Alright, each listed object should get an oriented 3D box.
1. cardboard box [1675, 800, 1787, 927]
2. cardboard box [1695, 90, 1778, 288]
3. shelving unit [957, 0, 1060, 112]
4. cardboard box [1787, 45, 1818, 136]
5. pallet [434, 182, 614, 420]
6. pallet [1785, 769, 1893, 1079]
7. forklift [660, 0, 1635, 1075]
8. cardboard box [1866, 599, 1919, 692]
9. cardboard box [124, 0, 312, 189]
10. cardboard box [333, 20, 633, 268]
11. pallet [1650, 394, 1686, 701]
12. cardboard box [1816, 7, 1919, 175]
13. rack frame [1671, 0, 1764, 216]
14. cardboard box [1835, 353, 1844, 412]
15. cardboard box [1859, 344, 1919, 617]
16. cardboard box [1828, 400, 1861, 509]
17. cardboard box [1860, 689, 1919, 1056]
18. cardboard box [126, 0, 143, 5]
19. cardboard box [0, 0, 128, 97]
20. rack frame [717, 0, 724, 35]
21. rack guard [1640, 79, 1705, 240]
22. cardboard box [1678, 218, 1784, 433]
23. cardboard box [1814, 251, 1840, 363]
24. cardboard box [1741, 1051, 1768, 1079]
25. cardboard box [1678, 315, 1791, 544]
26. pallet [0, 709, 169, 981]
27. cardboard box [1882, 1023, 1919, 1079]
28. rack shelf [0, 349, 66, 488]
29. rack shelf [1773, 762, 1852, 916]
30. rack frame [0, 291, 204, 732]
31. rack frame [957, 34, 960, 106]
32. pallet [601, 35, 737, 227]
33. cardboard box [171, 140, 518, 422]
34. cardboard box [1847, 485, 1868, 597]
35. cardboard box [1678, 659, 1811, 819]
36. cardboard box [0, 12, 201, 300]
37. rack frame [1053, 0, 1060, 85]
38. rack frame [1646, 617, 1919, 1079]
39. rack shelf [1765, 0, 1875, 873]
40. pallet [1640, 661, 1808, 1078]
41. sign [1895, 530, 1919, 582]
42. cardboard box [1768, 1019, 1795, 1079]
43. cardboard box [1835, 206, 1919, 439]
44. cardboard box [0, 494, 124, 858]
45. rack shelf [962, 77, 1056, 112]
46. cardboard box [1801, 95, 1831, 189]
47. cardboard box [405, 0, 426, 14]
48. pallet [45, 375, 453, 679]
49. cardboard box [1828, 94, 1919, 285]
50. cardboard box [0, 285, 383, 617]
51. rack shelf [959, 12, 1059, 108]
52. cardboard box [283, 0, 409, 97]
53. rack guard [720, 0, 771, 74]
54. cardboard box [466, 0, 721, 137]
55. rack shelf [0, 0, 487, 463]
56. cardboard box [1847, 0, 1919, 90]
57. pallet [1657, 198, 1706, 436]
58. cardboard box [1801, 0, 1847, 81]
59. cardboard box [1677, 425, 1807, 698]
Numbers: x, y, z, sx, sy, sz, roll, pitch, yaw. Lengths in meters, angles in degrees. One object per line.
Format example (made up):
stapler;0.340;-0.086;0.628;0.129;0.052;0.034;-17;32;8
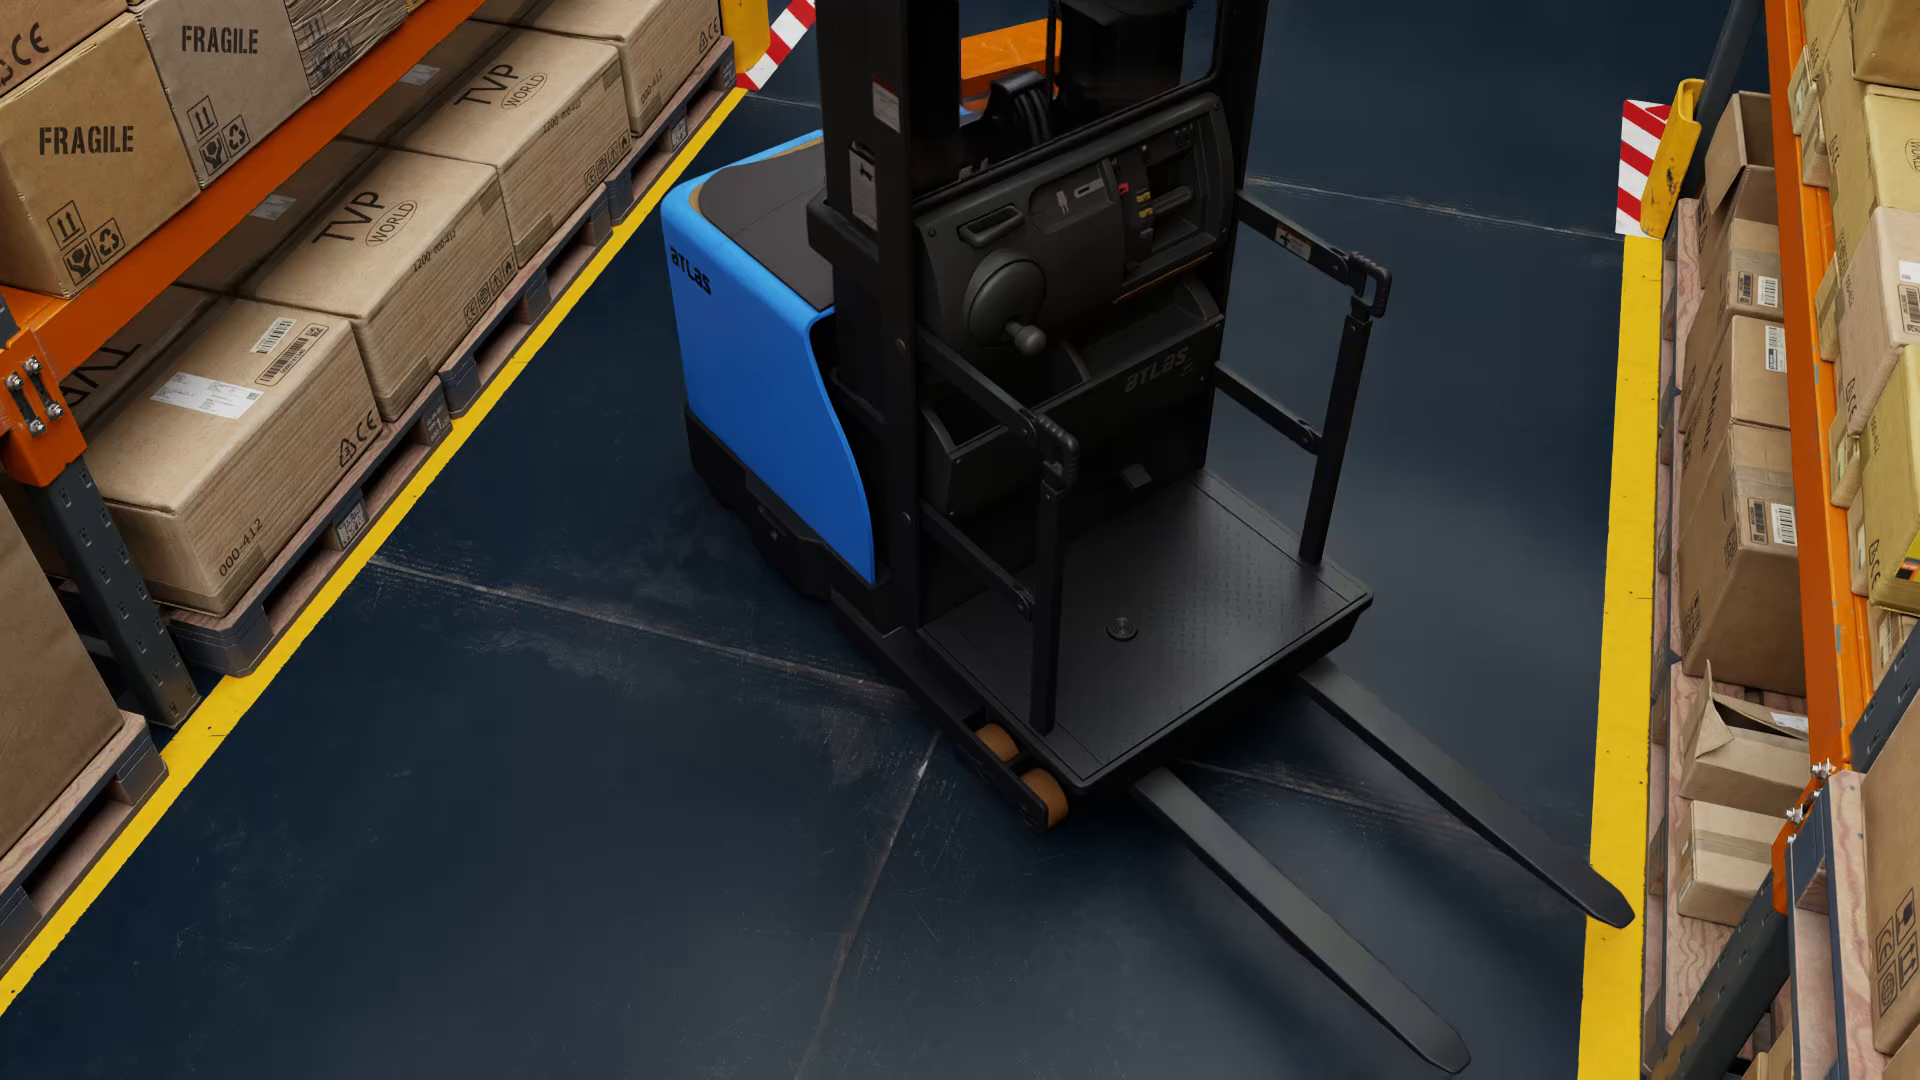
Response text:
cardboard box;1.950;0.807;4.019;0.380;0.149;0.250;11;45;11
cardboard box;2.997;-1.165;5.780;0.797;0.503;0.637;11;45;11
shelving unit;0.159;-1.267;5.687;0.503;1.200;0.258;-19;47;-18
cardboard box;2.474;-1.196;4.507;0.380;0.149;0.250;11;46;11
pallet;-1.998;-0.987;6.108;1.003;0.211;1.213;13;46;12
pallet;1.715;0.950;2.272;1.003;0.211;1.213;13;46;13
forklift;0.432;-0.671;3.840;1.130;2.935;3.031;-29;51;-26
cardboard box;1.917;0.195;3.085;0.380;0.149;0.250;13;46;13
cardboard box;-2.123;-1.305;4.367;0.500;0.500;0.500;13;46;13
cardboard box;-1.833;-1.505;6.175;0.875;0.438;0.875;14;46;14
pallet;2.638;0.095;5.002;1.003;0.211;1.213;13;46;13
cardboard box;2.441;-1.082;4.106;0.500;0.250;0.500;11;46;11
rack frame;3.273;-2.295;5.450;1.000;3.000;0.127;13;46;13
cardboard box;2.136;-0.330;3.623;0.380;0.149;0.250;14;46;14
cardboard box;1.983;-0.072;3.074;0.500;0.250;0.500;14;46;14
cardboard box;2.031;-0.161;3.450;0.380;0.149;0.250;14;46;14
cardboard box;1.702;0.461;2.263;0.700;0.500;0.500;14;46;14
cardboard box;-2.137;-1.672;4.027;0.500;0.500;0.500;12;46;12
cardboard box;-2.296;-1.337;3.685;0.500;0.500;0.500;13;46;13
rack frame;-1.459;-3.344;6.522;1.000;3.000;0.127;13;46;13
rack guard;3.250;-1.351;6.273;1.175;0.500;0.348;13;46;13
cardboard box;2.701;-0.602;5.208;0.700;0.500;0.500;14;46;14
cardboard box;2.187;-0.507;3.803;0.380;0.149;0.250;12;46;12
cardboard box;1.700;1.390;3.172;0.500;0.500;0.500;14;46;14
cardboard box;2.446;-0.271;4.869;0.500;0.500;0.500;13;46;13
pallet;-2.832;0.850;4.231;1.003;0.211;1.213;13;46;13
cardboard box;1.545;0.806;1.910;0.700;0.500;0.500;13;46;13
rack shelf;-3.276;0.913;2.687;1.077;0.370;4.000;13;46;13
rack shelf;1.456;1.962;1.615;1.077;0.370;4.000;13;46;13
rack frame;-2.671;-0.677;3.798;1.000;3.000;0.127;13;46;13
rack frame;-0.060;-1.192;5.610;0.015;1.200;0.240;-19;47;-18
pallet;-1.627;-1.797;6.936;1.003;0.211;1.213;13;46;13
cardboard box;-2.108;-0.904;5.561;0.875;0.438;0.875;11;45;11
cardboard box;1.975;0.017;3.267;0.380;0.149;0.250;14;46;14
cardboard box;2.058;0.527;4.221;0.396;0.266;0.258;14;46;14
cardboard box;-2.279;-0.970;4.026;0.500;0.500;0.500;14;46;14
rack frame;0.378;-1.343;5.764;0.015;1.200;0.240;-19;47;-18
rack frame;2.058;0.371;2.726;0.949;2.616;0.053;13;46;13
rack shelf;2.667;-0.705;4.340;1.077;0.370;4.000;13;46;13
pallet;2.270;0.911;4.169;1.003;0.211;1.213;13;46;13
sign;1.542;-0.048;2.535;0.100;0.325;0.005;13;46;13
cardboard box;1.699;1.066;3.039;0.380;0.149;0.250;15;46;14
cardboard box;2.121;-0.409;3.418;0.500;0.250;0.500;13;46;13
cardboard box;-2.782;0.362;3.954;0.875;0.875;0.875;14;46;14
rack shelf;0.159;-1.379;5.578;0.480;0.148;0.258;-19;47;-18
cardboard box;2.414;-1.016;4.323;0.380;0.149;0.250;14;46;13
cardboard box;-1.810;-1.978;5.056;0.500;0.500;0.500;14;46;14
pallet;-2.366;-0.171;5.274;1.003;0.211;1.213;13;46;13
cardboard box;2.284;-0.739;3.755;0.500;0.250;0.500;12;46;12
cardboard box;-2.378;-0.307;4.951;0.875;0.438;0.875;12;46;12
rack shelf;0.159;-1.548;5.412;0.480;0.148;0.258;-19;47;-18
cardboard box;-1.966;-1.635;4.705;0.500;0.500;0.500;13;46;13
rack guard;-1.452;-2.466;7.413;1.175;0.500;0.348;13;46;13
cardboard box;-1.564;-2.117;6.800;0.875;0.438;0.875;11;45;11
rack shelf;-2.065;-1.753;5.411;1.077;0.370;4.000;13;46;13
cardboard box;2.424;-1.370;3.864;0.500;0.500;0.500;14;46;14
pallet;3.009;-0.716;5.831;1.003;0.211;1.213;13;46;13
cardboard box;2.576;-1.427;4.459;0.500;0.250;0.500;12;46;12
cardboard box;2.387;0.090;4.501;0.700;0.500;0.500;11;45;11
